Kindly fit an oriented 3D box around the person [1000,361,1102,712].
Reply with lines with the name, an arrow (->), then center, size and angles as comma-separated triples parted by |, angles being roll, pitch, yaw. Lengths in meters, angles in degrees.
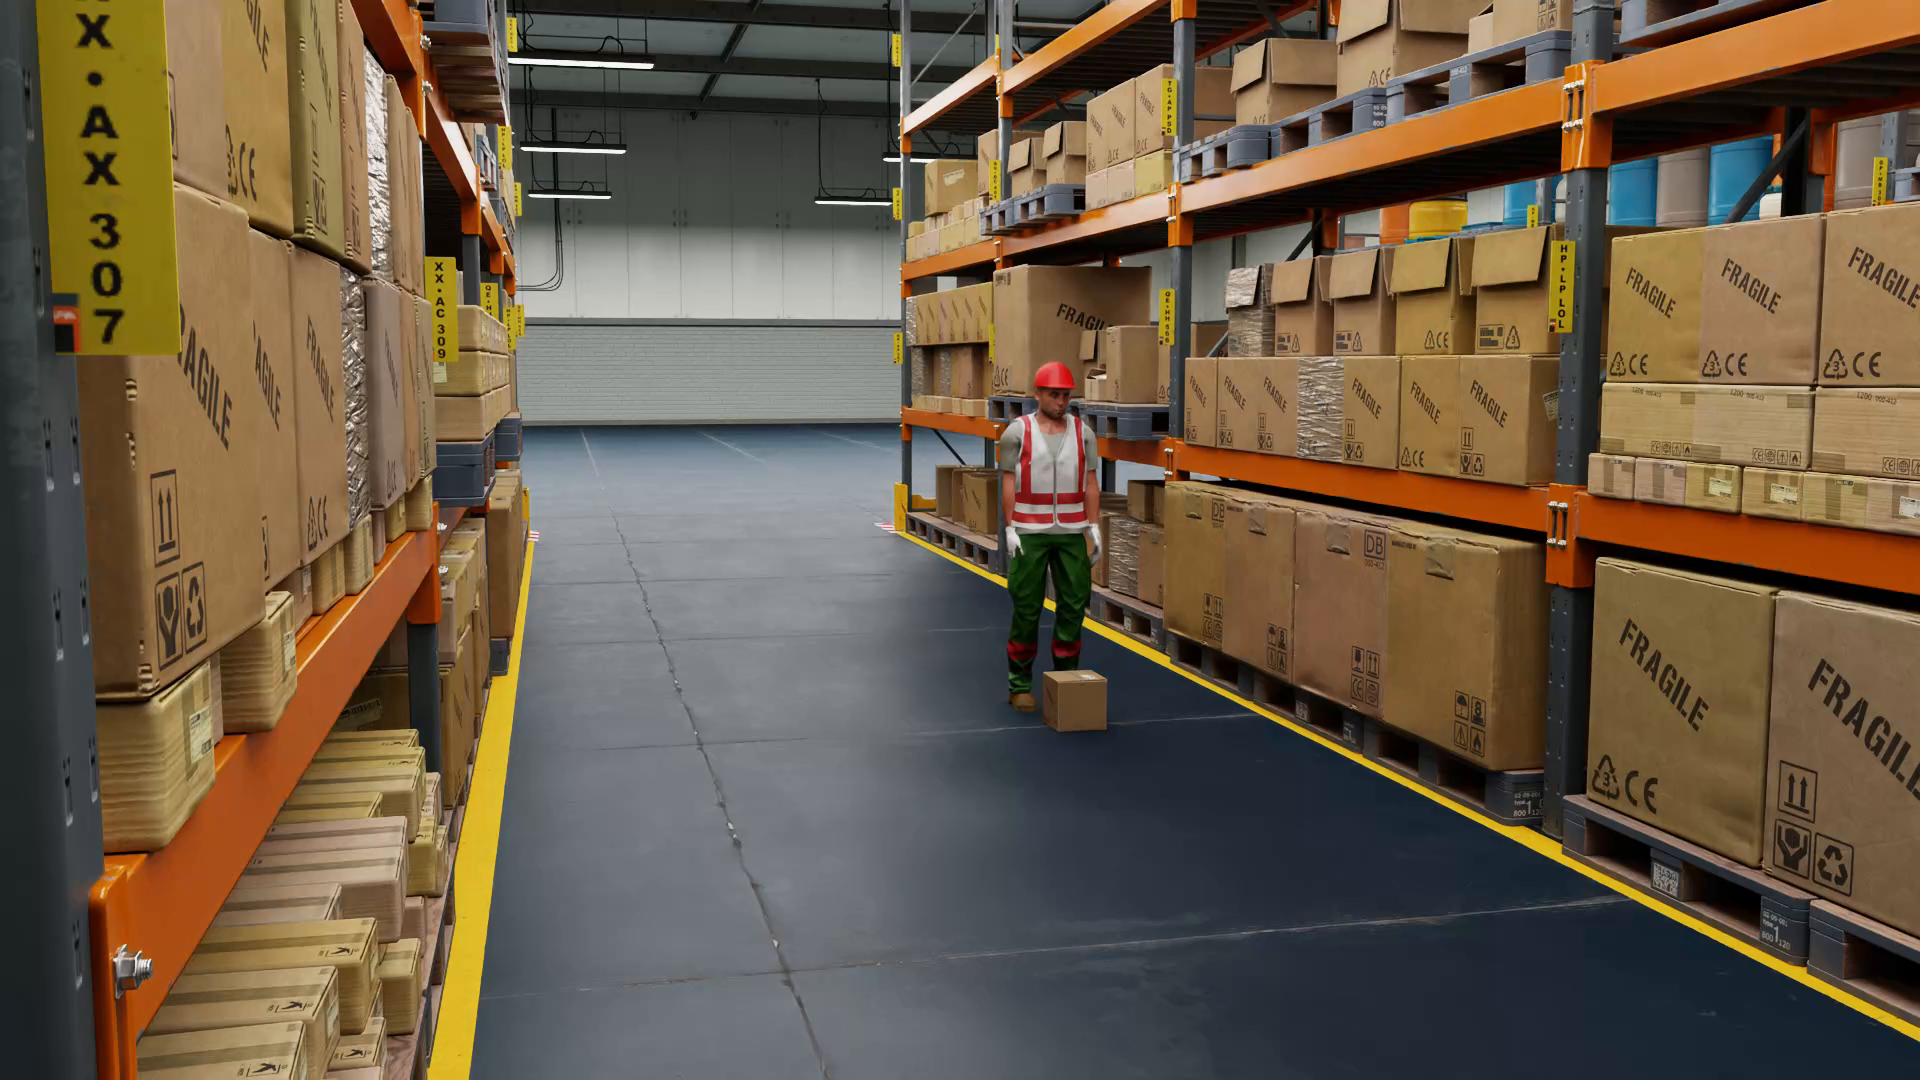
person -> 0.469, -0.020, 8.538 | 0.527, 1.785, 0.344 | -1, 6, -13
